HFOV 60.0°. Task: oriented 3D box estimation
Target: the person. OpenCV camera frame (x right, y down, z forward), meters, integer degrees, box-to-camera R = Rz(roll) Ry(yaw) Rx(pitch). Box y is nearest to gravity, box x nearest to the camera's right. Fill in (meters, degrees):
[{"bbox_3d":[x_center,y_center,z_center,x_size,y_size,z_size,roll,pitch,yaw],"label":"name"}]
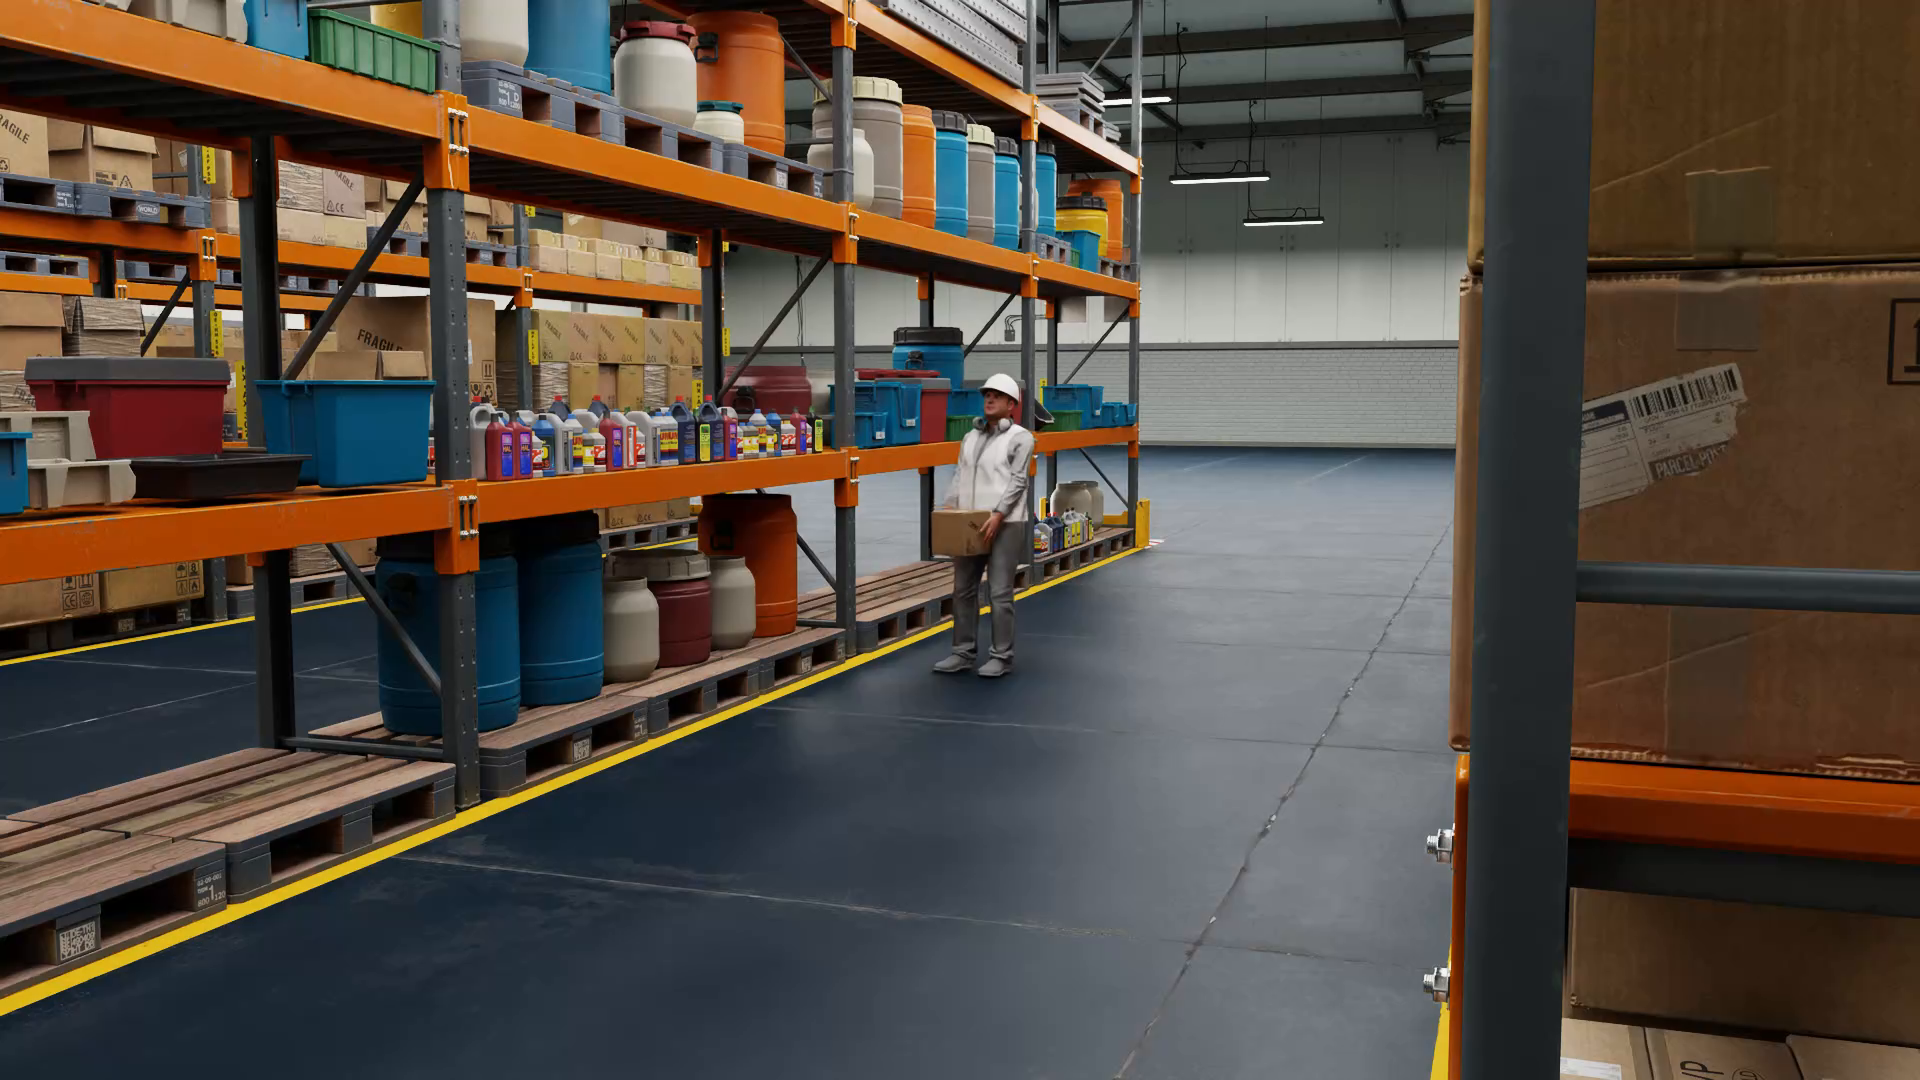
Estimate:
[{"bbox_3d":[0.150,-0.090,9.818,0.545,1.776,0.494,4,7,38],"label":"person"}]
